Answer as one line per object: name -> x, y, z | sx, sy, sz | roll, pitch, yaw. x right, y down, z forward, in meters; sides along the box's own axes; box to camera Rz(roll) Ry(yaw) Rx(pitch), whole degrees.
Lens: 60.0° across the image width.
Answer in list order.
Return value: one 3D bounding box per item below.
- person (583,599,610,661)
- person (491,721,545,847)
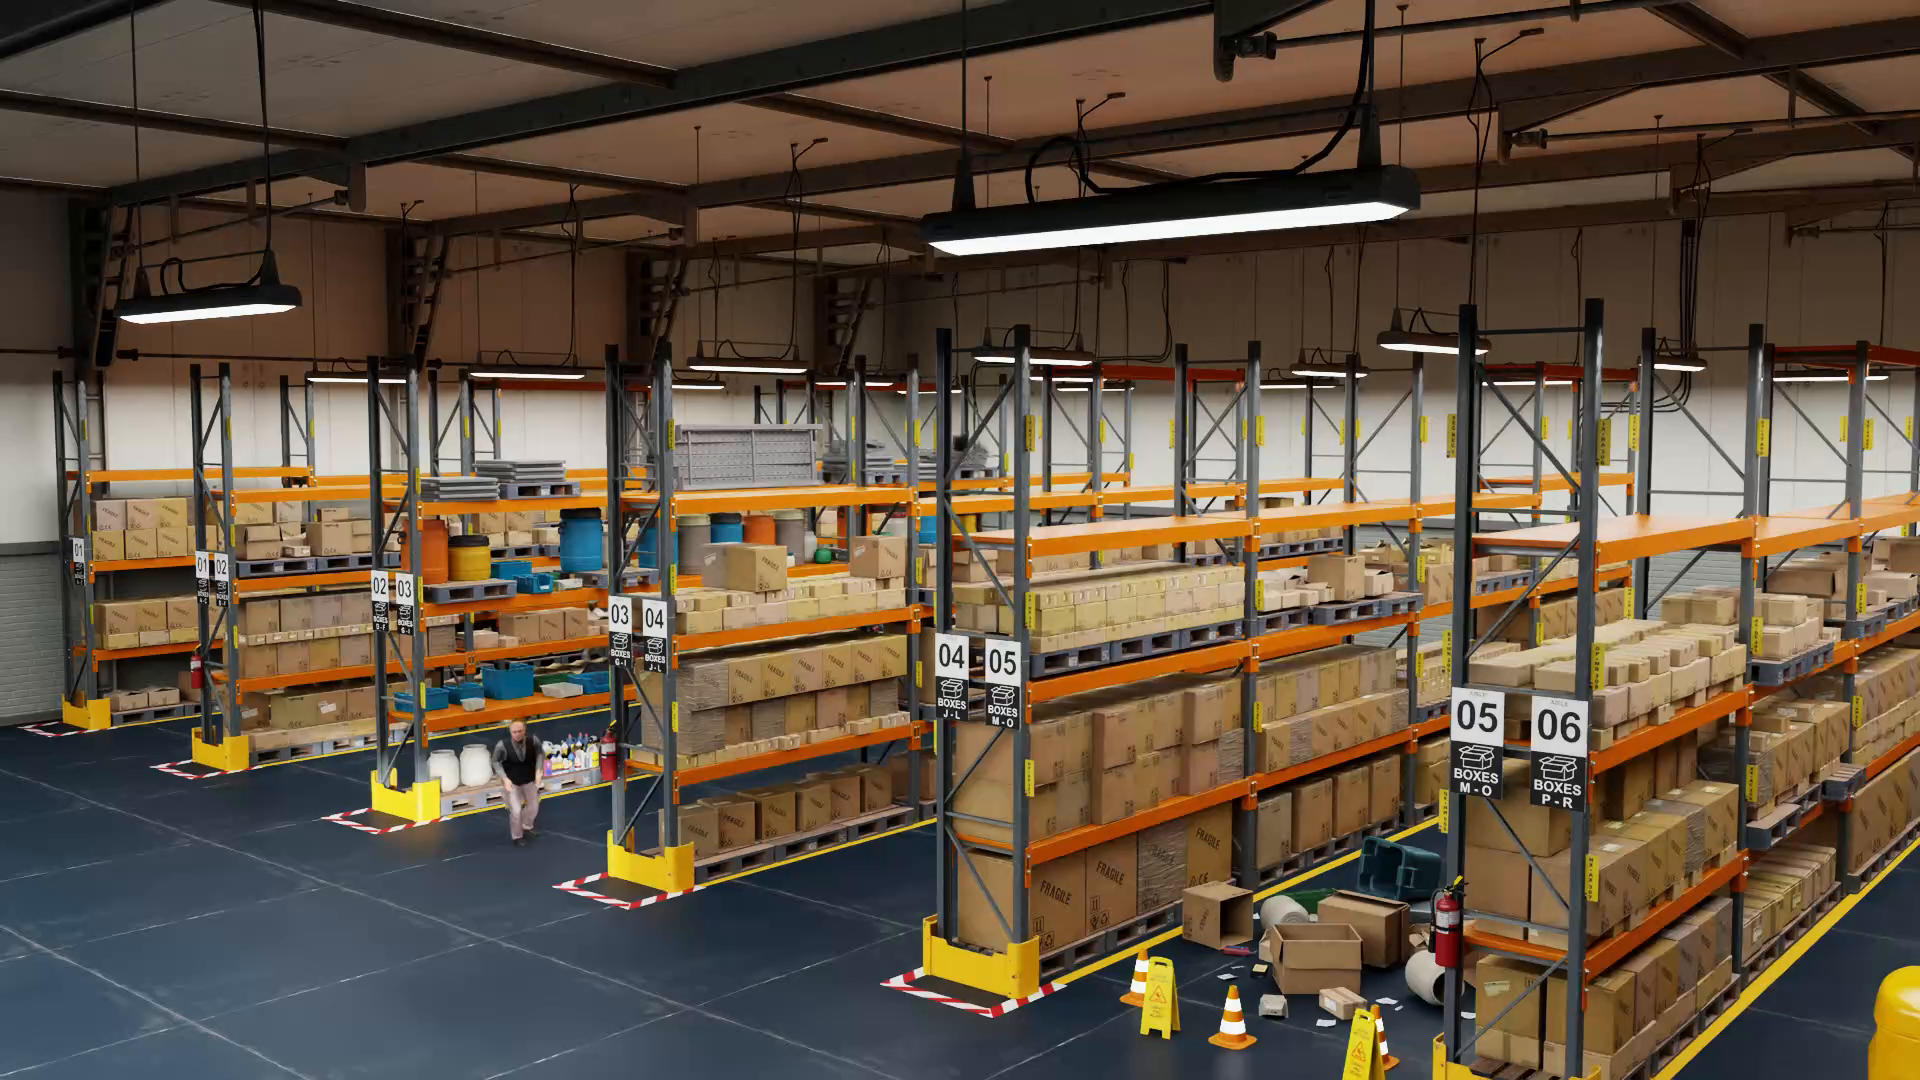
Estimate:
person -> -7.230, 1.950, 33.121 | 0.576, 1.662, 0.909 | 2, 5, 27
person -> -5.356, 2.925, 20.194 | 0.694, 1.582, 0.829 | -3, 5, -34
